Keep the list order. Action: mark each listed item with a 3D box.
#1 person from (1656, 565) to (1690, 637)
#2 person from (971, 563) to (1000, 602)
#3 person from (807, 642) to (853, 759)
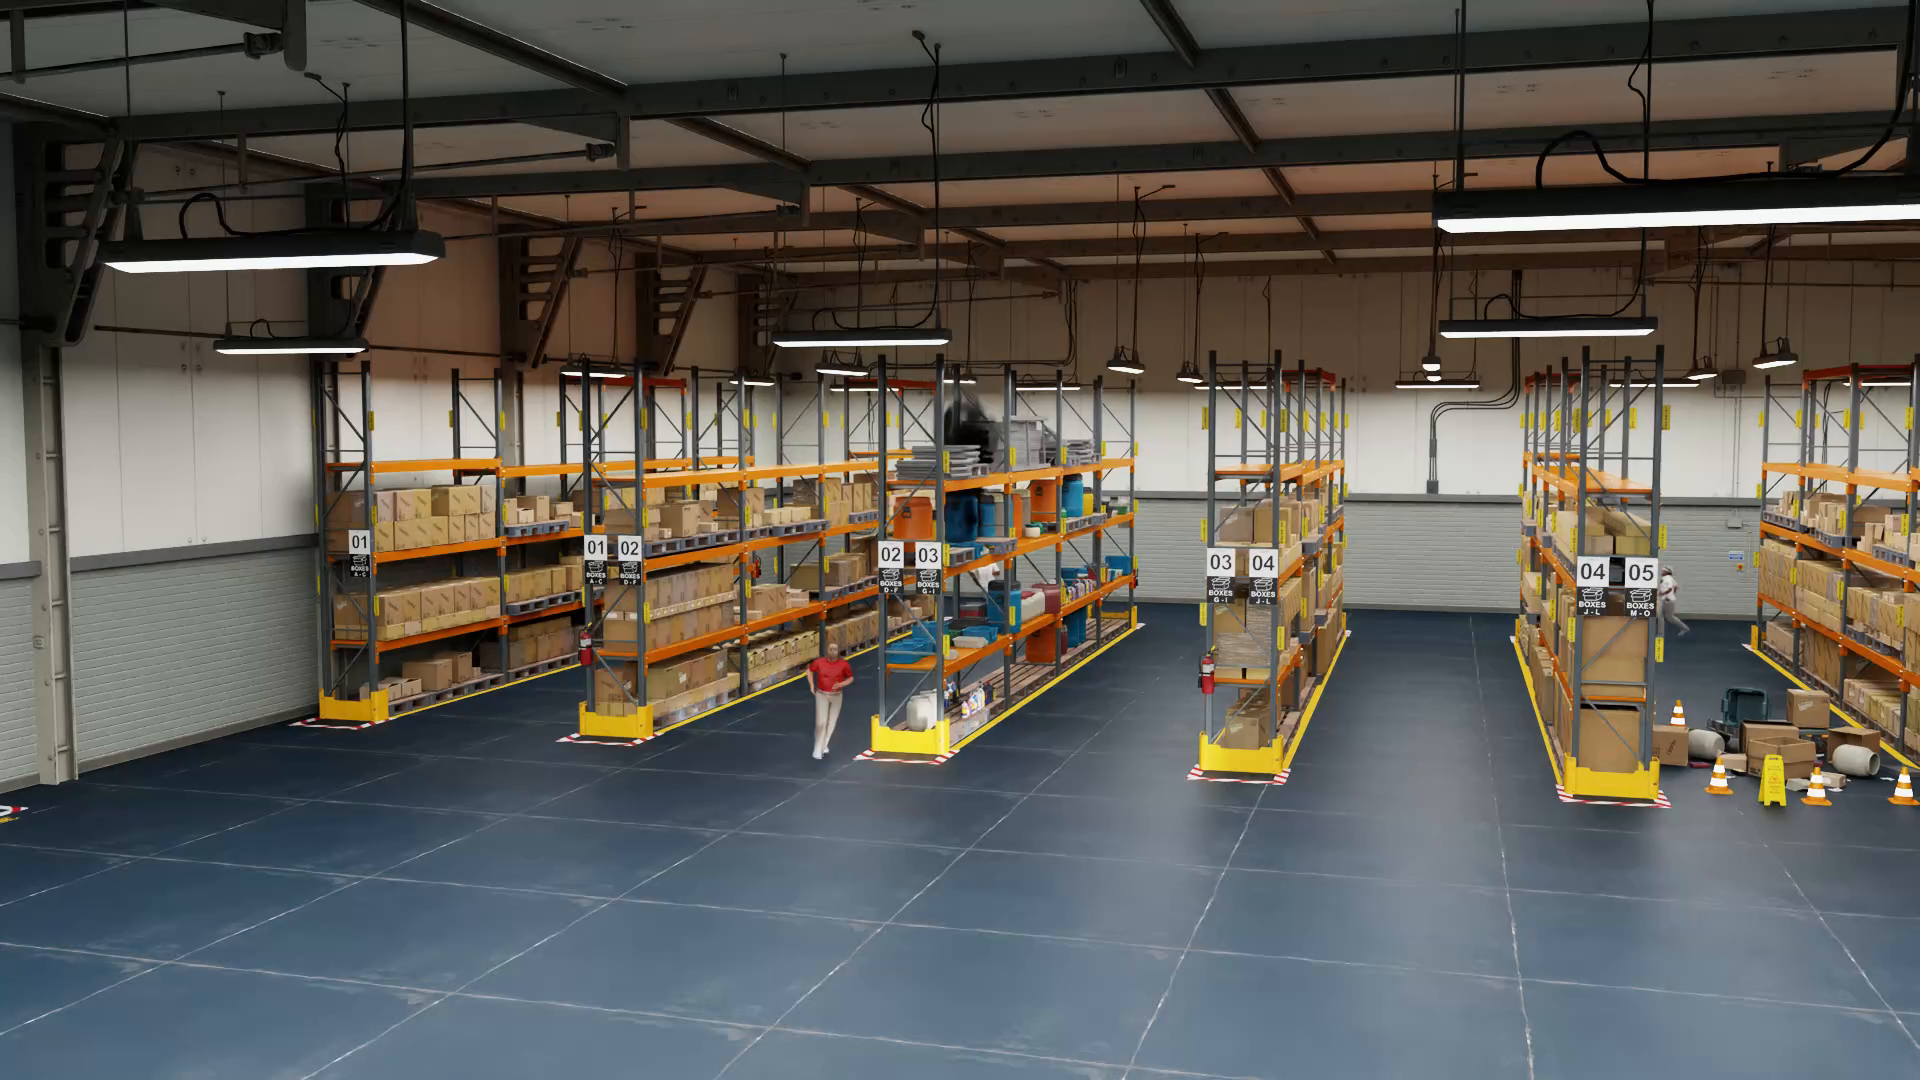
[{"bbox_3d":[16.321,1.438,38.142,0.807,1.736,0.575,2,4,22],"label":"person"},{"bbox_3d":[0.661,1.173,41.485,0.701,1.781,0.794,-1,4,-12],"label":"person"},{"bbox_3d":[-1.929,2.399,24.803,0.684,1.758,0.650,-1,4,-10],"label":"person"}]
